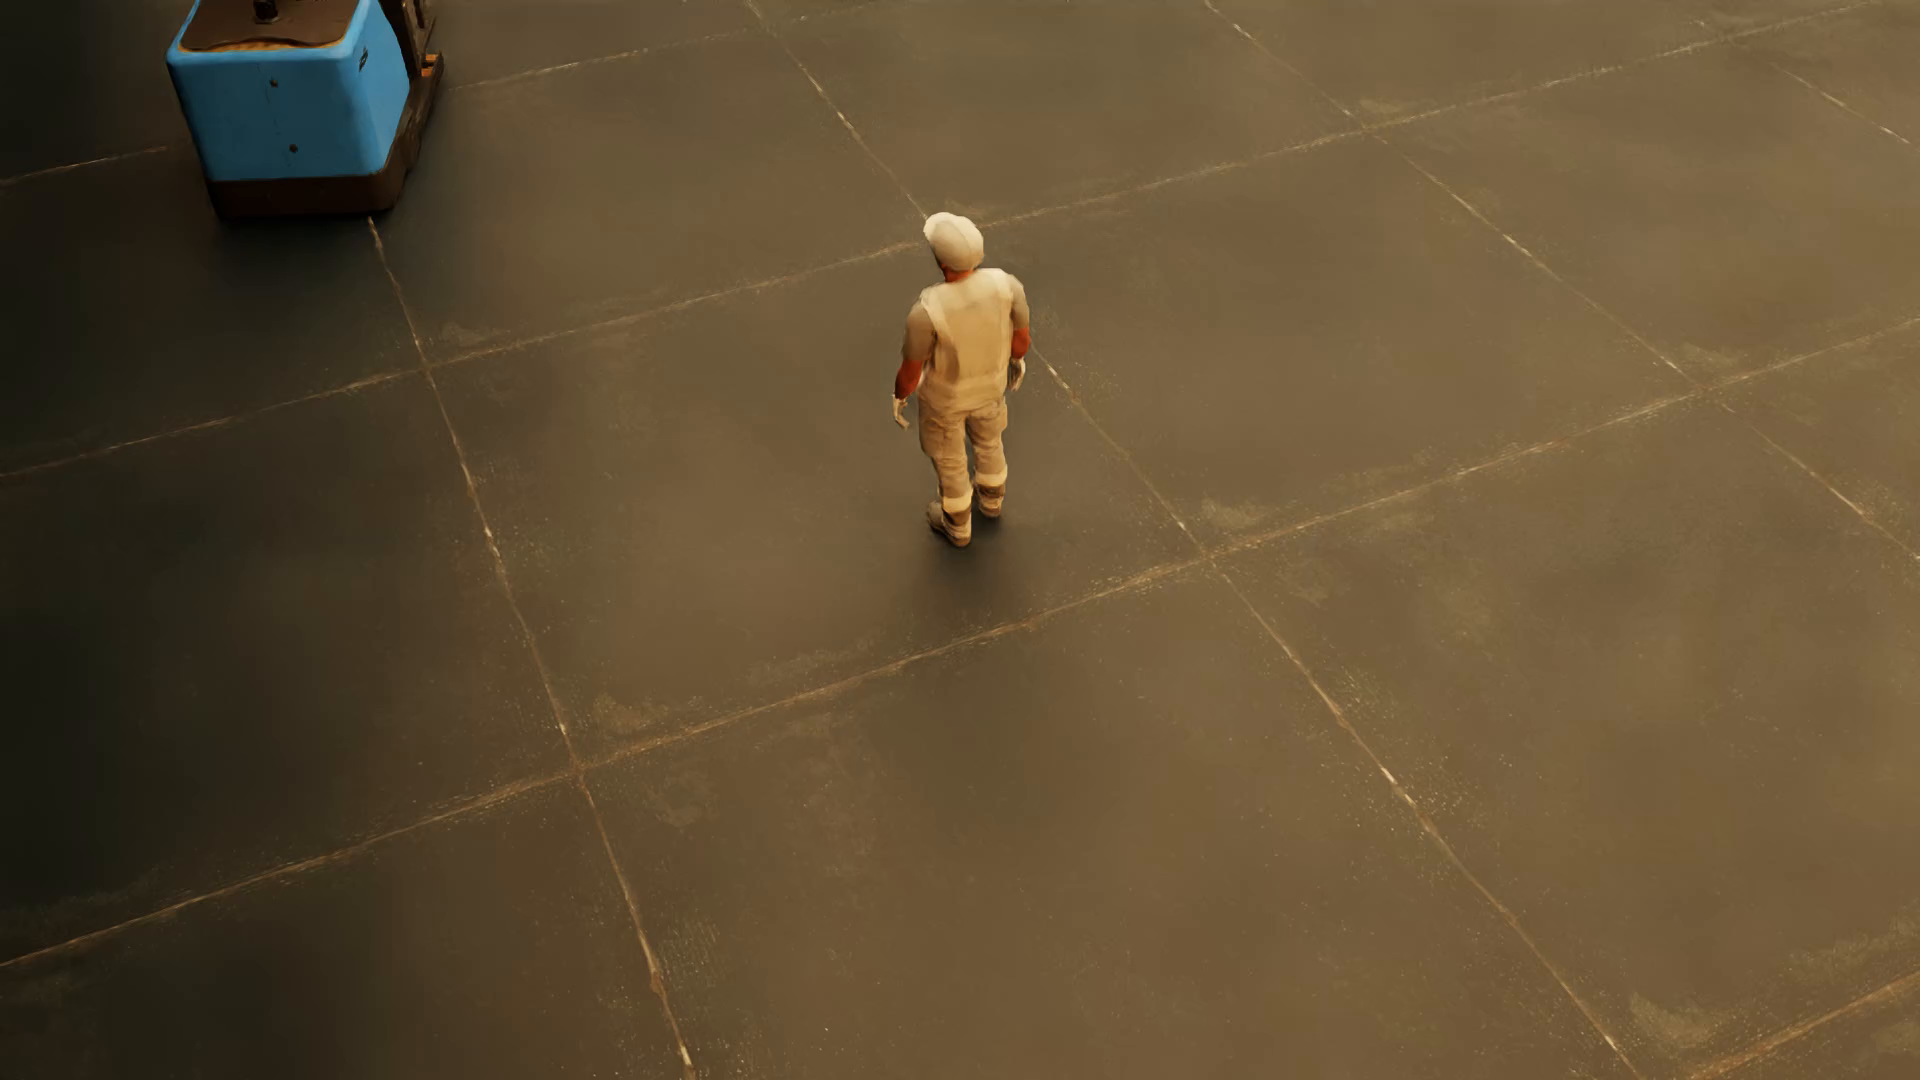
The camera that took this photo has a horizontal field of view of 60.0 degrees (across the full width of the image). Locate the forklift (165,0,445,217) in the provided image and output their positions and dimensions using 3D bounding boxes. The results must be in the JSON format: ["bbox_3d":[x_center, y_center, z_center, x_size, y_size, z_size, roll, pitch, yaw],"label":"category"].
[{"bbox_3d":[-3.990,-3.963,9.926,1.130,2.935,3.031,-3,43,-4],"label":"forklift"}]

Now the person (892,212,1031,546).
[{"bbox_3d":[-0.024,-0.712,7.270,0.637,1.787,0.563,-18,46,-18],"label":"person"}]
